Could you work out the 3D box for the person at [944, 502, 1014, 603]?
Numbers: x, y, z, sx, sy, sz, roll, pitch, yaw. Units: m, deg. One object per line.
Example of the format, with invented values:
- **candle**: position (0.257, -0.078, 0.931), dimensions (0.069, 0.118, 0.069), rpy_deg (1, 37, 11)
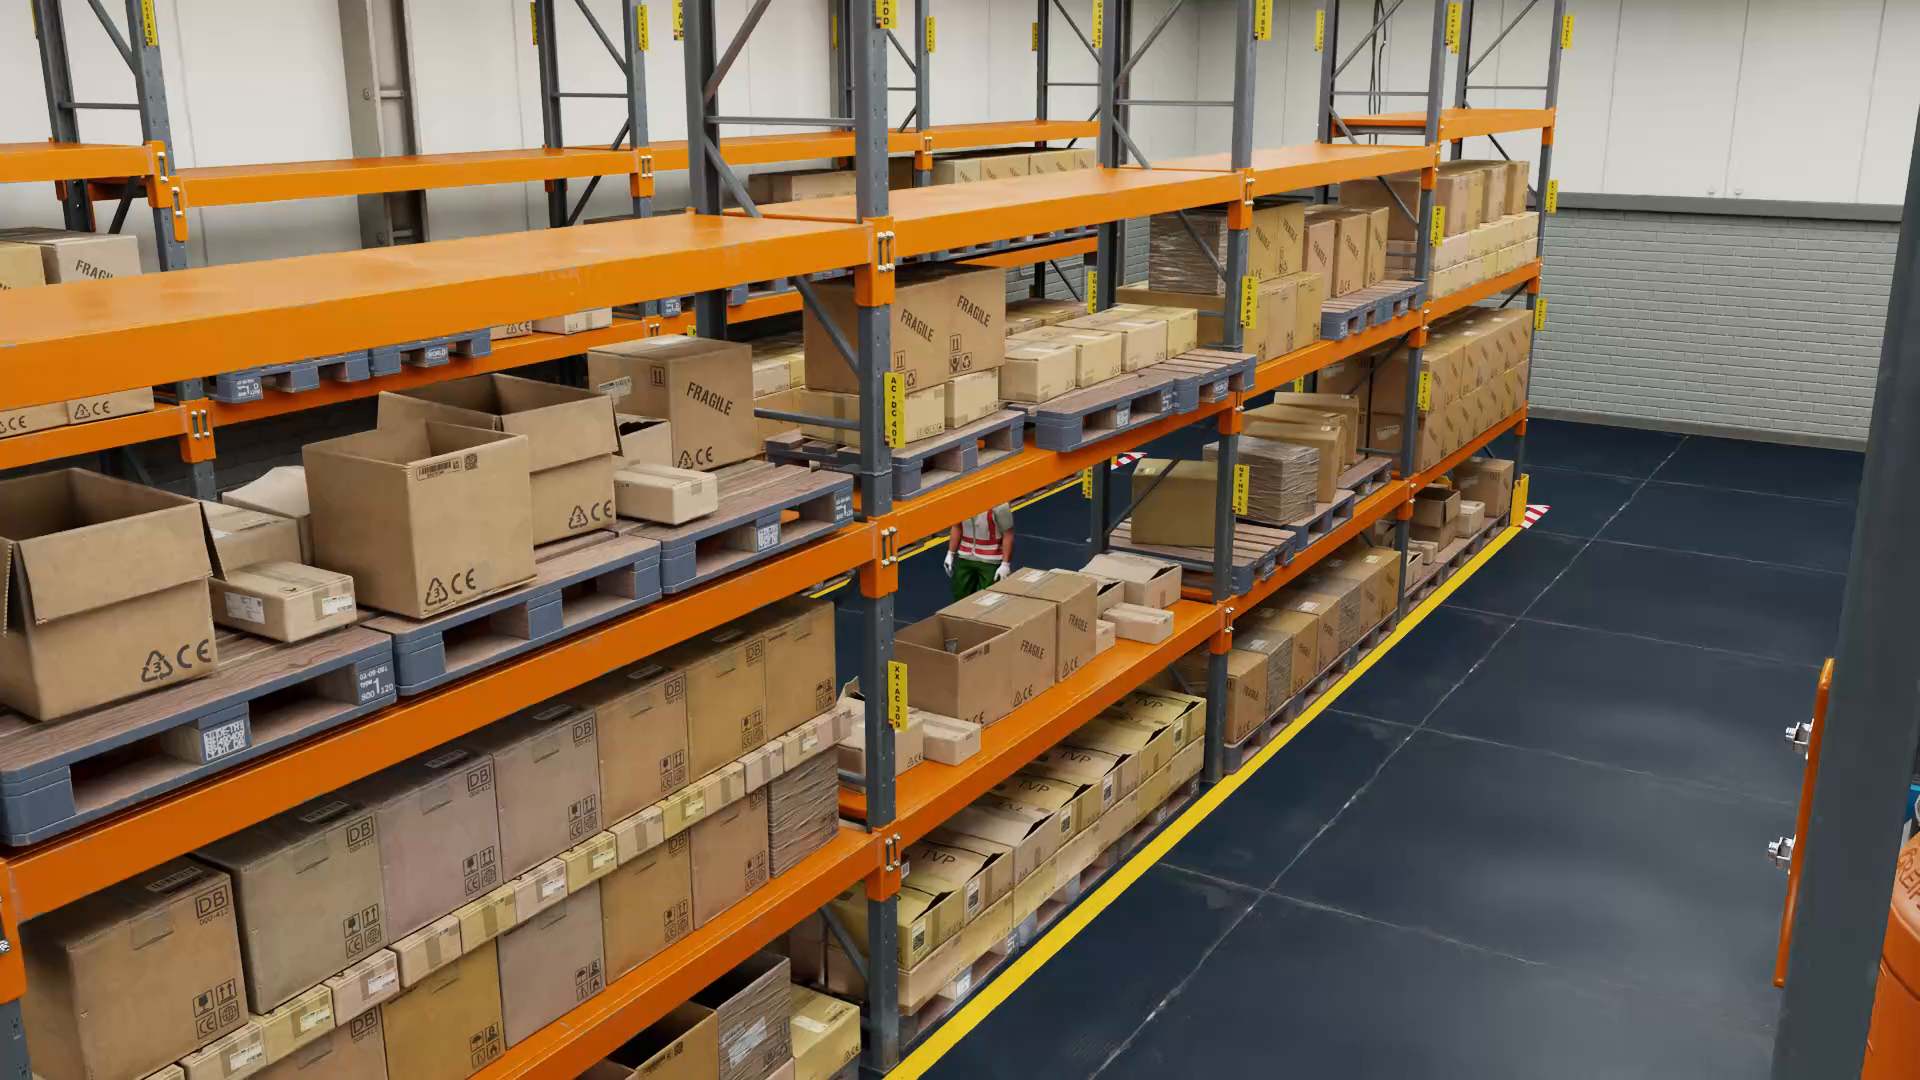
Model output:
- **person**: position (0.143, 0.189, 13.349), dimensions (0.604, 1.778, 0.453), rpy_deg (10, 19, 30)
